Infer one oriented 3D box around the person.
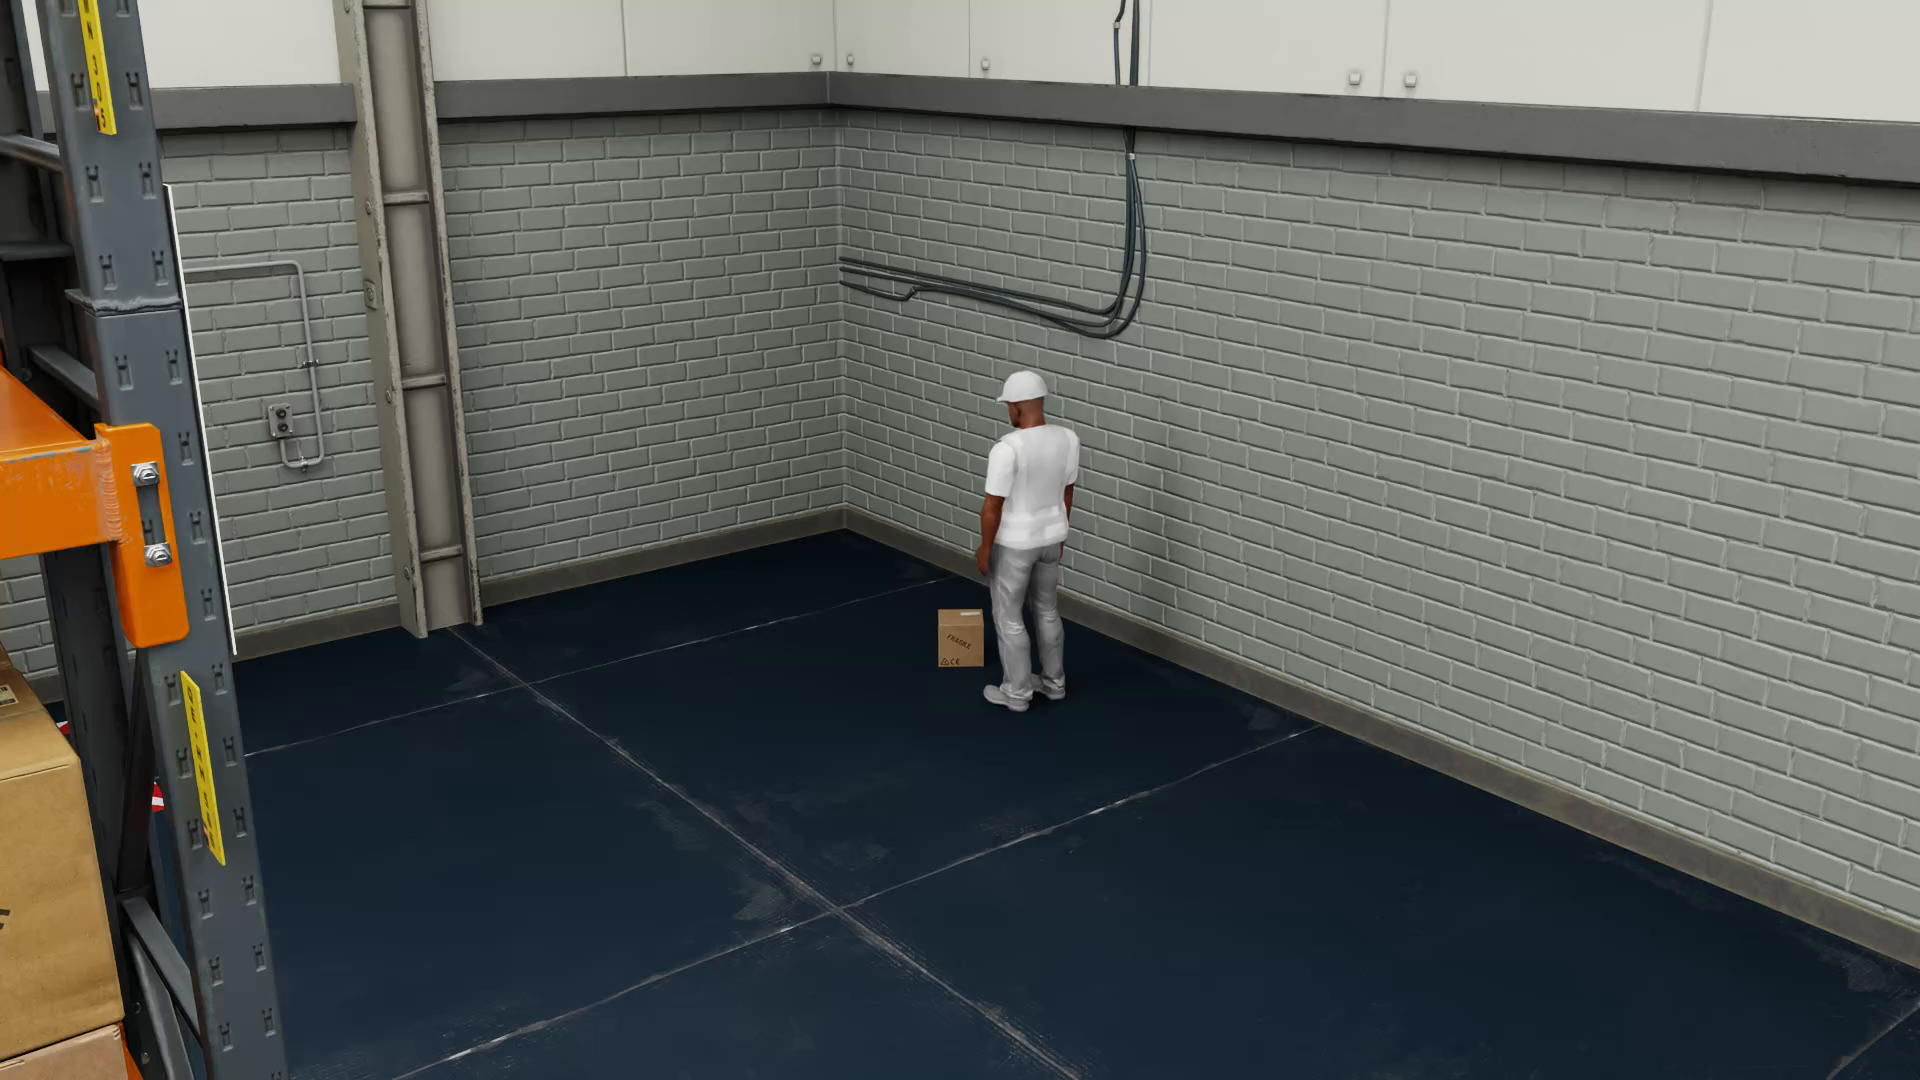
[{"bbox_3d":[0.337,0.002,8.508,0.566,1.762,0.361,-13,22,-35],"label":"person"}]
